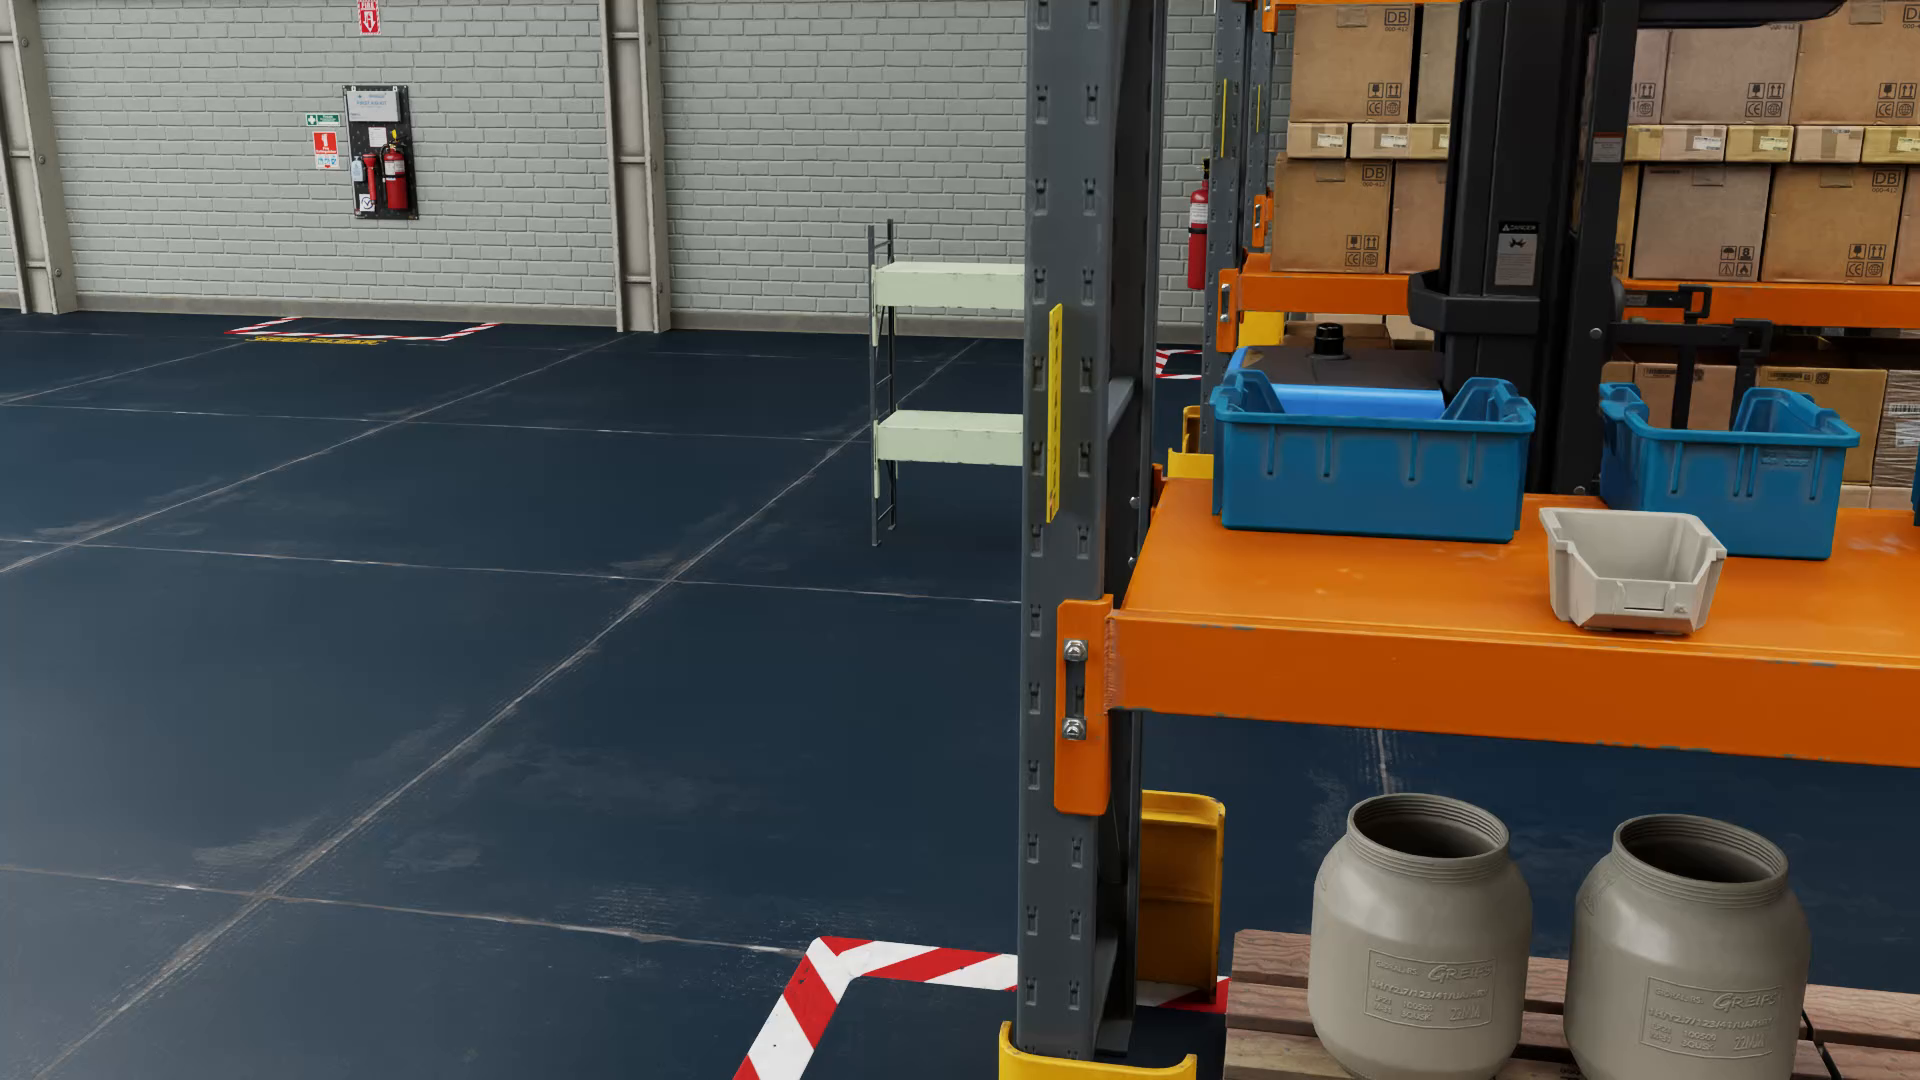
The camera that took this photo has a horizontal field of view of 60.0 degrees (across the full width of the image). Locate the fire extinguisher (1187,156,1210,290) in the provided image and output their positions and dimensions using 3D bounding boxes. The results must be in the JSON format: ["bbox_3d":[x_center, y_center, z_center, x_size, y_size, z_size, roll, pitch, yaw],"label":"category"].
[{"bbox_3d":[1.226,-1.591,8.261,0.183,0.674,0.296,3,16,11],"label":"fire extinguisher"}]

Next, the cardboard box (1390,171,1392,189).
[{"bbox_3d":[3.160,-2.601,12.005,0.500,0.250,0.500,3,16,9],"label":"cardboard box"}]

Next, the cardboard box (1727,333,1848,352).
[{"bbox_3d":[3.798,-0.686,7.808,0.500,0.500,0.500,3,16,11],"label":"cardboard box"}]

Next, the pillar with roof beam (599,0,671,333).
[{"bbox_3d":[-3.646,-5.069,9.436,0.400,9.000,9.100,3,16,11],"label":"pillar with roof beam"}]

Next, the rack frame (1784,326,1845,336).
[{"bbox_3d":[6.153,-2.583,11.700,0.127,3.000,1.000,3,16,11],"label":"rack frame"}]

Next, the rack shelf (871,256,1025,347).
[{"bbox_3d":[-0.007,-1.099,7.689,0.720,0.370,0.431,3,16,11],"label":"rack shelf"}]

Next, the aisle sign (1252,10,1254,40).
[{"bbox_3d":[2.103,-3.974,11.851,0.004,0.787,0.394,3,16,11],"label":"aisle sign"}]

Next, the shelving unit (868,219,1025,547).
[{"bbox_3d":[-0.007,-0.723,7.793,0.755,1.500,0.431,3,16,11],"label":"shelving unit"}]

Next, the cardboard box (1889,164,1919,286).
[{"bbox_3d":[4.215,-1.384,7.182,0.500,0.500,0.700,3,16,11],"label":"cardboard box"}]

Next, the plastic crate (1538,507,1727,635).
[{"bbox_3d":[1.072,0.054,2.671,0.250,0.136,0.298,3,16,11],"label":"plastic crate"}]

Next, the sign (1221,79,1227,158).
[{"bbox_3d":[1.133,-1.811,7.140,0.005,0.325,0.100,3,16,11],"label":"sign"}]

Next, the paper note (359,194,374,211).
[{"bbox_3d":[-5.362,-3.049,15.030,0.142,0.148,0.016,3,16,11],"label":"paper note"}]

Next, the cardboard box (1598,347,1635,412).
[{"bbox_3d":[2.714,-0.603,7.509,0.500,0.500,0.500,3,16,11],"label":"cardboard box"}]

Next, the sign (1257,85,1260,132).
[{"bbox_3d":[2.125,-3.072,11.840,0.005,0.325,0.100,3,16,11],"label":"sign"}]

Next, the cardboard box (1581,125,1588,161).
[{"bbox_3d":[2.603,-1.729,7.213,0.250,0.149,0.380,3,16,9],"label":"cardboard box"}]

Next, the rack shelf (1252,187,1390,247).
[{"bbox_3d":[4.193,-2.343,12.180,4.000,0.370,1.077,3,16,11],"label":"rack shelf"}]

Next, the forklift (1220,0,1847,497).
[{"bbox_3d":[2.501,-0.983,6.051,3.031,2.935,1.130,3,16,12],"label":"forklift"}]

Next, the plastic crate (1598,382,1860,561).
[{"bbox_3d":[1.444,-0.149,3.188,0.408,0.251,0.499,3,16,11],"label":"plastic crate"}]

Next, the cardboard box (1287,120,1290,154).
[{"bbox_3d":[1.662,-1.891,7.795,0.250,0.149,0.380,3,16,10],"label":"cardboard box"}]

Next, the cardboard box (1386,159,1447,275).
[{"bbox_3d":[2.220,-1.494,7.577,0.500,0.500,0.700,4,16,13],"label":"cardboard box"}]

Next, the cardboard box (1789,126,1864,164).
[{"bbox_3d":[3.616,-1.675,7.016,0.250,0.149,0.380,4,16,13],"label":"cardboard box"}]

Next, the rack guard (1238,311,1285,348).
[{"bbox_3d":[2.308,-1.588,12.787,0.348,0.500,1.175,3,16,11],"label":"rack guard"}]

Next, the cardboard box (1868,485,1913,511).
[{"bbox_3d":[4.184,-0.161,7.320,0.500,0.250,0.500,3,16,11],"label":"cardboard box"}]

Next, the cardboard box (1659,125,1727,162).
[{"bbox_3d":[3.097,-1.702,7.114,0.250,0.149,0.380,3,16,12],"label":"cardboard box"}]

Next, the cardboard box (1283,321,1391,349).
[{"bbox_3d":[1.835,-0.788,8.178,0.500,0.500,0.500,3,16,11],"label":"cardboard box"}]

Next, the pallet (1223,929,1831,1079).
[{"bbox_3d":[1.138,1.176,3.353,1.213,0.211,1.003,3,16,11],"label":"pallet"}]

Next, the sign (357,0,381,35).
[{"bbox_3d":[-5.190,-4.590,14.599,0.199,0.298,0.001,3,16,11],"label":"sign"}]

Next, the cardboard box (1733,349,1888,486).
[{"bbox_3d":[3.693,-0.549,7.314,0.500,0.500,0.500,3,16,11],"label":"cardboard box"}]

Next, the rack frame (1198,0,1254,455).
[{"bbox_3d":[1.250,-1.500,7.789,0.127,3.000,1.000,3,16,11],"label":"rack frame"}]

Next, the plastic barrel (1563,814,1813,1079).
[{"bbox_3d":[1.410,0.834,3.237,0.421,0.512,0.421,0,15,0],"label":"plastic barrel"}]

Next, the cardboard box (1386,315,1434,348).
[{"bbox_3d":[3.452,-1.622,12.441,0.500,0.311,0.500,4,16,16],"label":"cardboard box"}]

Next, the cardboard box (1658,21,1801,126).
[{"bbox_3d":[3.258,-2.063,7.202,0.500,0.500,0.700,3,16,11],"label":"cardboard box"}]

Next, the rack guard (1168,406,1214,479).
[{"bbox_3d":[1.226,-0.297,8.127,0.348,0.500,1.175,3,16,11],"label":"rack guard"}]

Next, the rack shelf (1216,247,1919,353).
[{"bbox_3d":[3.210,-1.047,7.501,4.000,0.370,1.077,3,16,11],"label":"rack shelf"}]

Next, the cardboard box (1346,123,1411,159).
[{"bbox_3d":[1.851,-1.770,7.362,0.250,0.149,0.380,3,16,10],"label":"cardboard box"}]

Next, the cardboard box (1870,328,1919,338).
[{"bbox_3d":[6.878,-1.556,11.849,0.500,0.500,0.700,4,16,13],"label":"cardboard box"}]

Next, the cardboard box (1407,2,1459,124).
[{"bbox_3d":[2.273,-2.116,7.395,0.500,0.500,0.700,3,16,10],"label":"cardboard box"}]

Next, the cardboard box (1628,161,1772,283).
[{"bbox_3d":[3.222,-1.439,7.379,0.500,0.500,0.700,4,16,13],"label":"cardboard box"}]
